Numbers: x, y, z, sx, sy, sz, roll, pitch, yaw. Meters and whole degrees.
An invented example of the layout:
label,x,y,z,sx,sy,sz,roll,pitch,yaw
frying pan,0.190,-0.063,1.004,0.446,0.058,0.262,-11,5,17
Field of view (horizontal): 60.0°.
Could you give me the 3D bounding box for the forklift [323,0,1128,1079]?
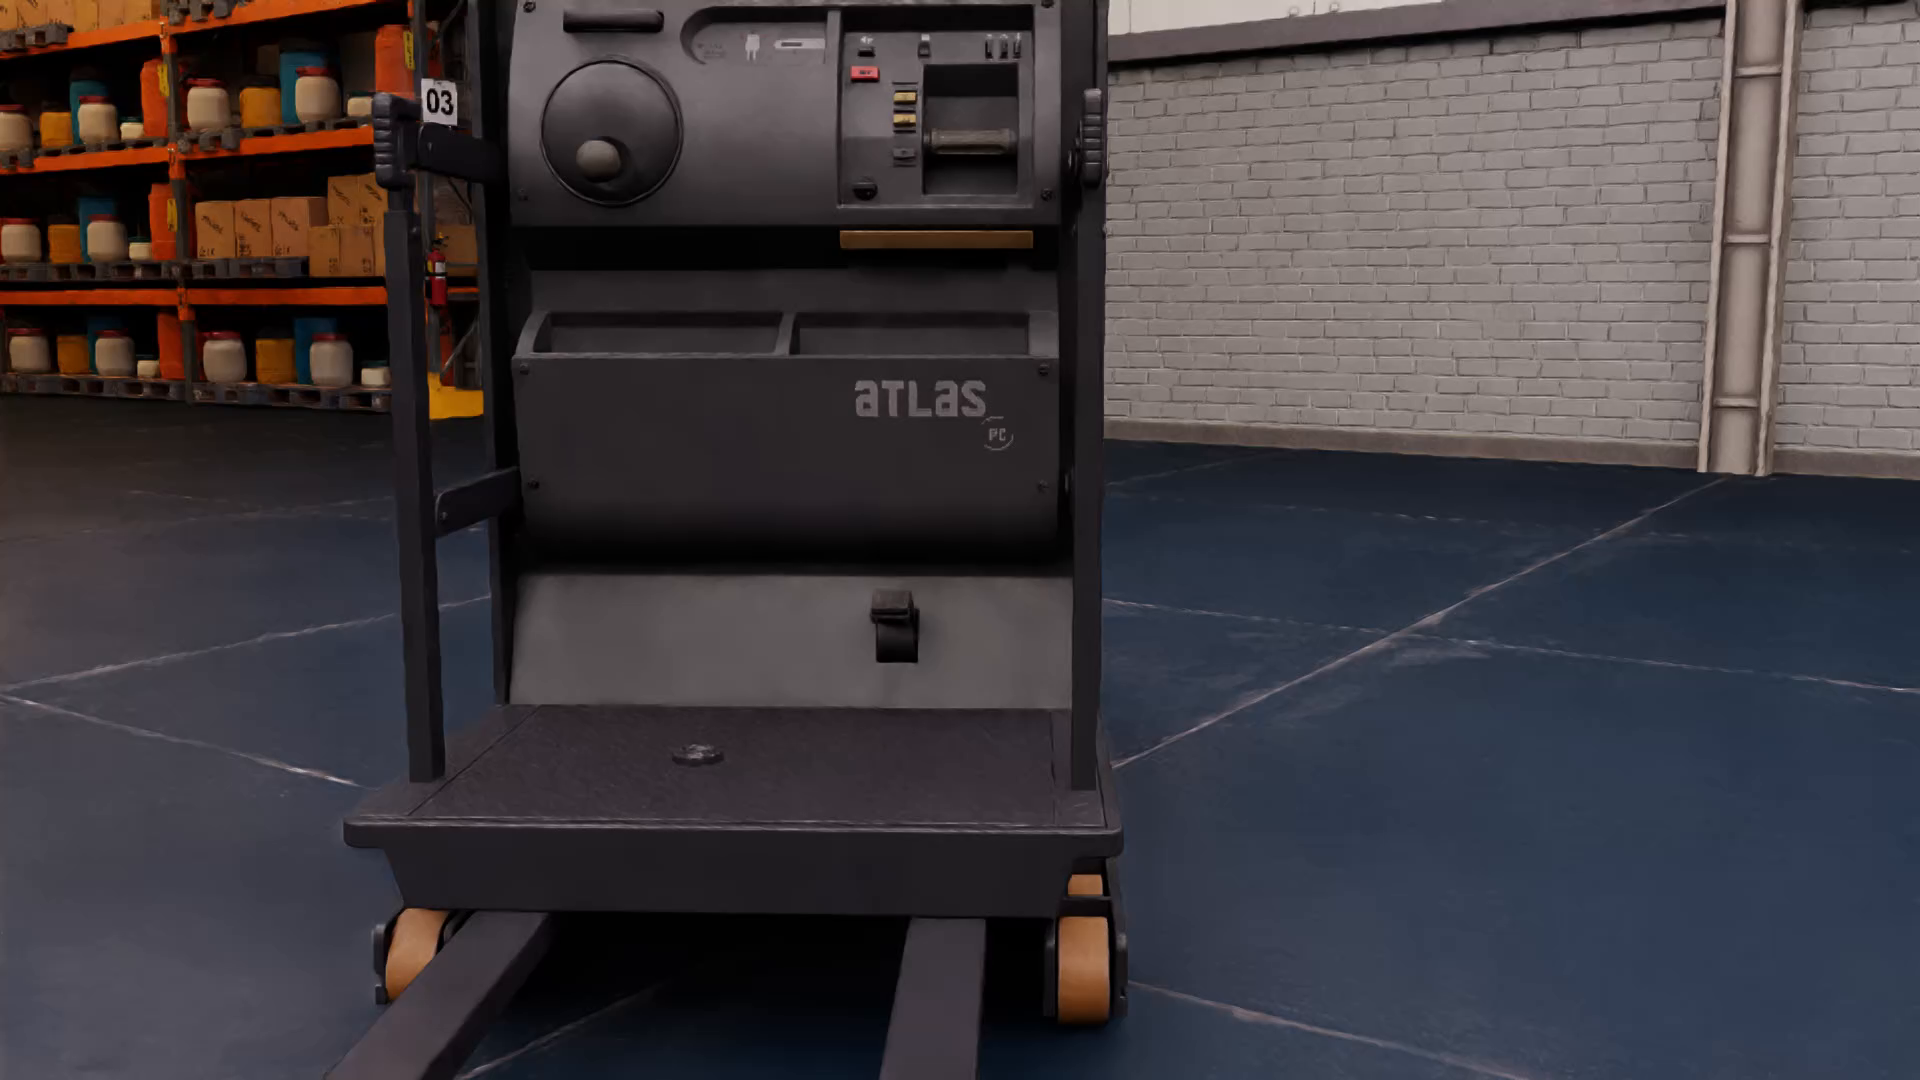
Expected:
label,x,y,z,sx,sy,sz,roll,pitch,yaw
forklift,-0.301,-0.769,2.600,1.130,2.935,3.031,0,8,2
